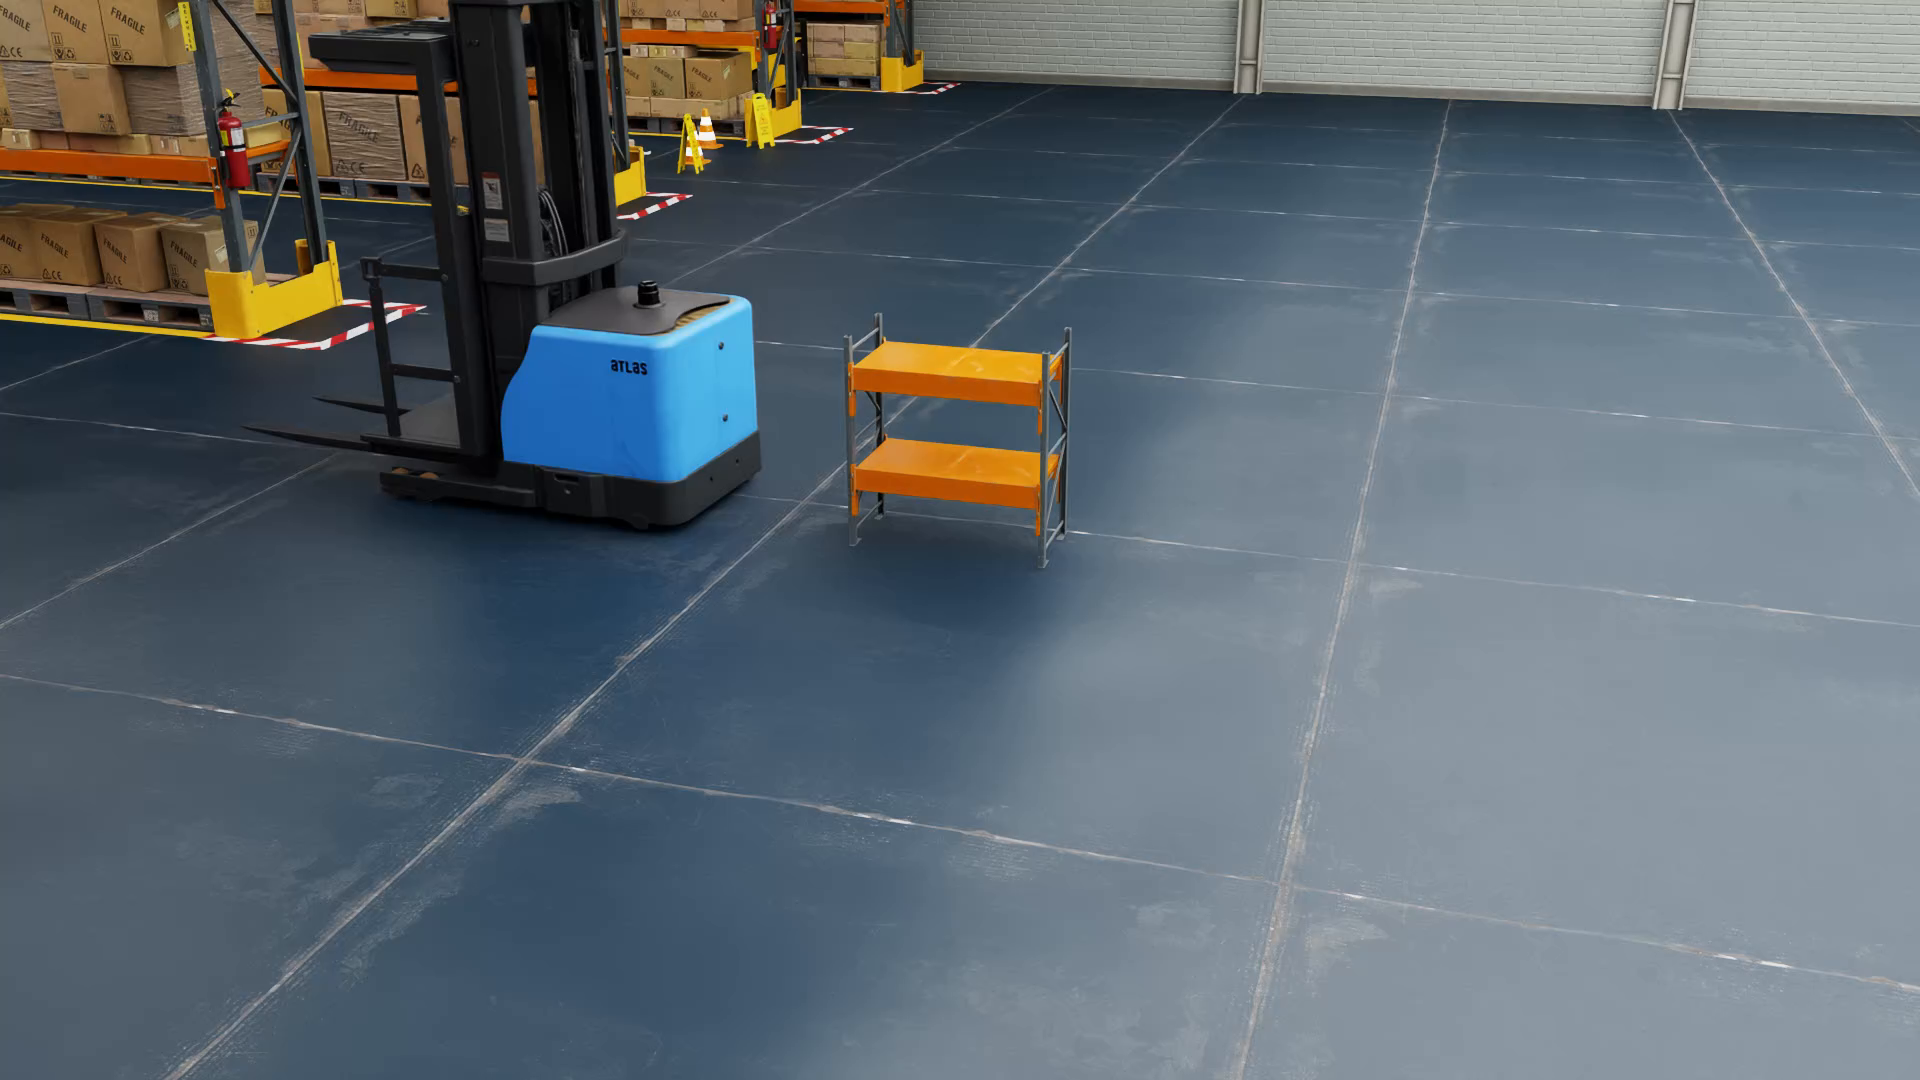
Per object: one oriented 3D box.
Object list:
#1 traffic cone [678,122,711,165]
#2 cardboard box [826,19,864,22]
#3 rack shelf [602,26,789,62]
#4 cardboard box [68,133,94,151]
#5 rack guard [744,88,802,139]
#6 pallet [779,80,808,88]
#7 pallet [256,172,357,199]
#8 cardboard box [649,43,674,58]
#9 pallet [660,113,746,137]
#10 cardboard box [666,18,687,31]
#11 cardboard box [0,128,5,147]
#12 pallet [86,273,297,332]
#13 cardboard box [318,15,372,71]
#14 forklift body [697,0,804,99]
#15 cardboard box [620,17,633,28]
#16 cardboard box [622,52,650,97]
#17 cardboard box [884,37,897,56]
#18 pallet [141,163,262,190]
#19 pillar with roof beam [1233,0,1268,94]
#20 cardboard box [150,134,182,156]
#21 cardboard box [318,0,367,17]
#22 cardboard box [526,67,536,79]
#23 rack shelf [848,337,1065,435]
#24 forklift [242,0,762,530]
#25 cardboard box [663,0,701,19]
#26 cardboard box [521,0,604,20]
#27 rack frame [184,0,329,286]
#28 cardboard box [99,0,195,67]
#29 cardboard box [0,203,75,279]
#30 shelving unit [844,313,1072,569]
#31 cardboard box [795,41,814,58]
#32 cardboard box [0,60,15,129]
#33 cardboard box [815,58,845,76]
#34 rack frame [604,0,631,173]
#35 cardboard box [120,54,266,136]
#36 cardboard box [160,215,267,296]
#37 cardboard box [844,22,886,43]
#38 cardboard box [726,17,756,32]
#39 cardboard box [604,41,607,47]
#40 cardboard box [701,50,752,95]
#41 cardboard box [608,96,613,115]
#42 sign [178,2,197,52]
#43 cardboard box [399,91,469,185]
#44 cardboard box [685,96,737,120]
[{"bbox_3d":[-3.136,-4.669,19.542,0.334,0.463,0.336,7,23,16],"label":"traffic cone"},{"bbox_3d":[-1.811,-8.068,26.239,0.500,0.250,0.500,7,23,16],"label":"cardboard box"},{"bbox_3d":[-4.272,-6.591,21.833,4.000,0.370,1.077,7,23,16],"label":"rack shelf"},{"bbox_3d":[-6.507,-3.056,12.598,0.250,0.149,0.380,7,23,16],"label":"cardboard box"},{"bbox_3d":[-2.430,-5.556,21.657,0.348,0.500,1.175,7,23,16],"label":"rack guard"},{"bbox_3d":[-2.835,-7.421,26.584,1.213,0.211,1.003,7,23,15],"label":"pallet"},{"bbox_3d":[-6.814,-3.932,18.077,1.213,0.211,1.003,7,23,15],"label":"pallet"},{"bbox_3d":[-3.810,-6.311,21.431,0.250,0.149,0.380,7,23,16],"label":"cardboard box"},{"bbox_3d":[-3.197,-5.525,21.960,1.213,0.211,1.003,7,23,16],"label":"pallet"},{"bbox_3d":[-3.546,-6.592,21.219,0.250,0.149,0.380,7,23,16],"label":"cardboard box"},{"bbox_3d":[-7.238,-3.123,12.762,0.250,0.149,0.380,7,23,16],"label":"cardboard box"},{"bbox_3d":[-6.060,-1.924,13.183,1.213,0.211,1.003,7,23,16],"label":"pallet"},{"bbox_3d":[-6.147,-5.213,17.328,0.550,0.550,0.875,7,23,16],"label":"cardboard box"},{"bbox_3d":[-3.269,-7.661,24.612,1.214,2.155,2.313,7,23,16],"label":"forklift body"},{"bbox_3d":[-4.234,-6.726,21.546,0.250,0.149,0.380,7,23,16],"label":"cardboard box"},{"bbox_3d":[-4.181,-6.081,21.723,0.500,0.500,0.500,6,23,14],"label":"cardboard box"},{"bbox_3d":[-1.317,-7.789,26.217,0.500,0.250,0.500,7,23,16],"label":"cardboard box"},{"bbox_3d":[-8.280,-4.101,18.489,1.213,0.211,1.003,7,23,16],"label":"pallet"},{"bbox_3d":[3.168,-9.466,19.989,0.400,9.000,9.100,7,23,16],"label":"pillar with roof beam"},{"bbox_3d":[-5.791,-2.972,12.393,0.250,0.149,0.380,7,23,16],"label":"cardboard box"},{"bbox_3d":[-6.139,-5.722,17.147,0.550,0.550,0.875,7,23,16],"label":"cardboard box"},{"bbox_3d":[-4.058,-4.989,16.781,0.550,0.550,0.875,7,23,16],"label":"cardboard box"},{"bbox_3d":[-0.006,-0.792,8.447,1.000,0.278,0.538,7,23,16],"label":"rack shelf"},{"bbox_3d":[-2.714,-1.741,9.152,3.031,2.935,1.130,8,24,19],"label":"forklift"},{"bbox_3d":[-3.434,-6.904,21.126,0.500,0.500,0.500,7,23,16],"label":"cardboard box"},{"bbox_3d":[-4.034,-5.519,16.651,0.550,0.550,0.875,7,23,16],"label":"cardboard box"},{"bbox_3d":[-5.219,-3.104,12.385,0.127,3.000,1.000,7,23,16],"label":"rack frame"},{"bbox_3d":[-5.817,-3.721,12.048,0.500,0.500,0.500,7,23,16],"label":"cardboard box"},{"bbox_3d":[-7.510,-2.422,13.463,0.500,0.500,0.500,4,23,11],"label":"cardboard box"},{"bbox_3d":[-0.006,-0.521,8.558,1.048,1.125,0.538,7,23,16],"label":"shelving unit"},{"bbox_3d":[-2.460,-7.709,26.023,0.500,0.250,0.500,6,23,14],"label":"cardboard box"},{"bbox_3d":[-7.193,-3.499,12.824,0.500,0.500,0.875,7,23,16],"label":"cardboard box"},{"bbox_3d":[-1.941,-7.425,25.989,0.500,0.250,0.500,7,23,15],"label":"cardboard box"},{"bbox_3d":[-3.690,-4.895,16.751,0.127,3.000,1.000,7,23,16],"label":"rack frame"},{"bbox_3d":[-5.738,-3.358,12.480,0.500,0.500,0.875,7,23,16],"label":"cardboard box"},{"bbox_3d":[-5.812,-2.216,12.961,0.500,0.500,0.500,11,25,25],"label":"cardboard box"},{"bbox_3d":[-1.458,-7.830,25.659,0.500,0.250,0.500,7,23,17],"label":"cardboard box"},{"bbox_3d":[-2.777,-6.552,21.121,0.250,0.149,0.380,7,23,17],"label":"cardboard box"},{"bbox_3d":[-6.000,-8.184,27.344,0.625,0.625,0.875,6,23,15],"label":"cardboard box"},{"bbox_3d":[-3.072,-6.165,21.929,0.500,0.500,0.500,6,23,14],"label":"cardboard box"},{"bbox_3d":[-4.676,-5.791,22.005,0.500,0.250,0.500,6,23,15],"label":"cardboard box"},{"bbox_3d":[-5.399,-3.586,11.619,0.005,0.325,0.100,7,23,16],"label":"sign"},{"bbox_3d":[-5.201,-4.252,17.430,0.875,0.875,0.875,6,23,15],"label":"cardboard box"},{"bbox_3d":[-3.231,-5.620,21.589,0.500,0.250,0.500,6,23,15],"label":"cardboard box"}]
